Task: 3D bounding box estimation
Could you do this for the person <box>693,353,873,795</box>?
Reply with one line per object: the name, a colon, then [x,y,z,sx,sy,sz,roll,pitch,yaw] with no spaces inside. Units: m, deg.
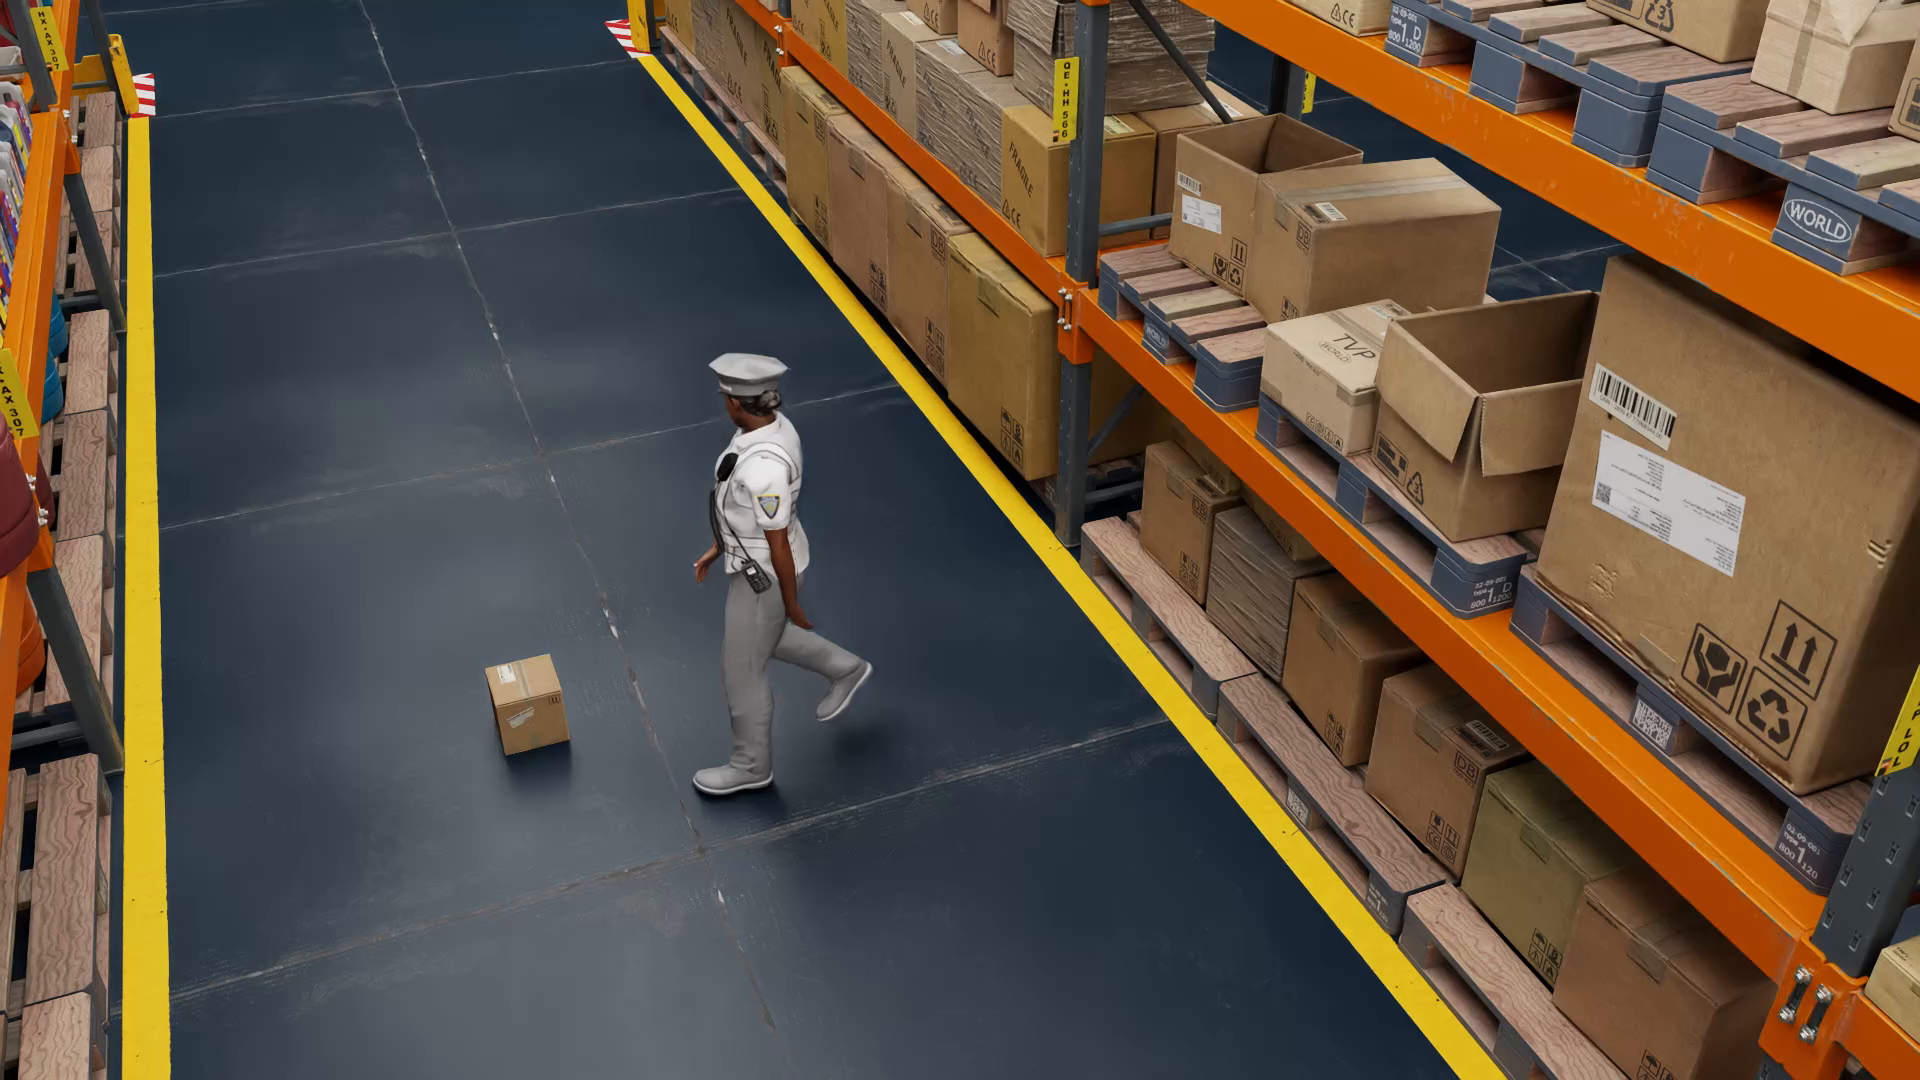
person: [-0.668,0.121,5.960,0.686,1.631,0.519,-2,34,-3]
